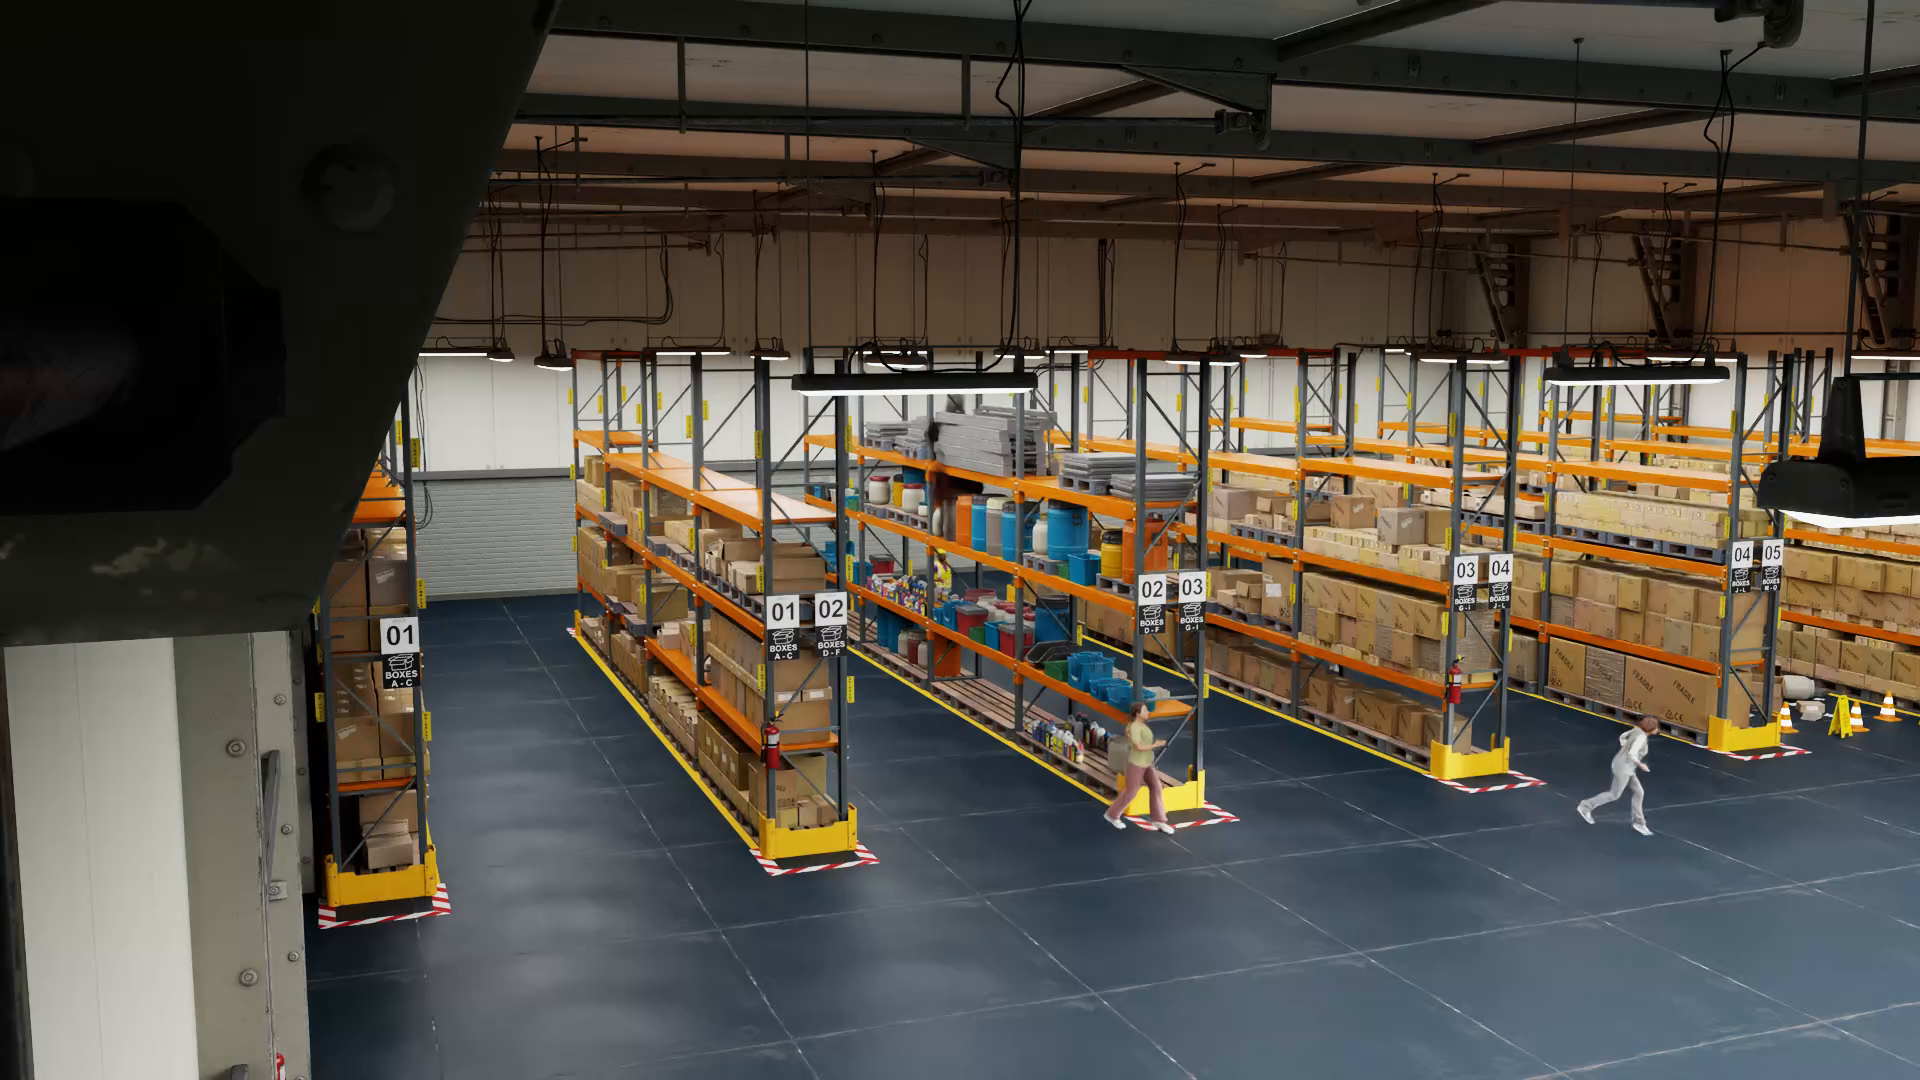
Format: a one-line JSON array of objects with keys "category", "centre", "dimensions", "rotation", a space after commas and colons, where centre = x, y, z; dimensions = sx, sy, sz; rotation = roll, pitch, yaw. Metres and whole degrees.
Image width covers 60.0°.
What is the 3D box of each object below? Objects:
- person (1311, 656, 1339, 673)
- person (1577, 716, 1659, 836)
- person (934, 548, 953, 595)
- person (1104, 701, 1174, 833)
[{"category": "person", "centre": [6.962, 1.622, 31.431], "dimensions": [0.589, 1.657, 0.871], "rotation": [-5, 9, -33]}, {"category": "person", "centre": [8.355, 2.976, 21.141], "dimensions": [0.918, 1.546, 0.573], "rotation": [2, 7, 13]}, {"category": "person", "centre": [-0.386, 1.064, 35.495], "dimensions": [0.680, 1.806, 0.736], "rotation": [-4, 8, -26]}, {"category": "person", "centre": [2.270, 2.872, 21.062], "dimensions": [0.882, 1.698, 0.572], "rotation": [3, 8, 20]}]
